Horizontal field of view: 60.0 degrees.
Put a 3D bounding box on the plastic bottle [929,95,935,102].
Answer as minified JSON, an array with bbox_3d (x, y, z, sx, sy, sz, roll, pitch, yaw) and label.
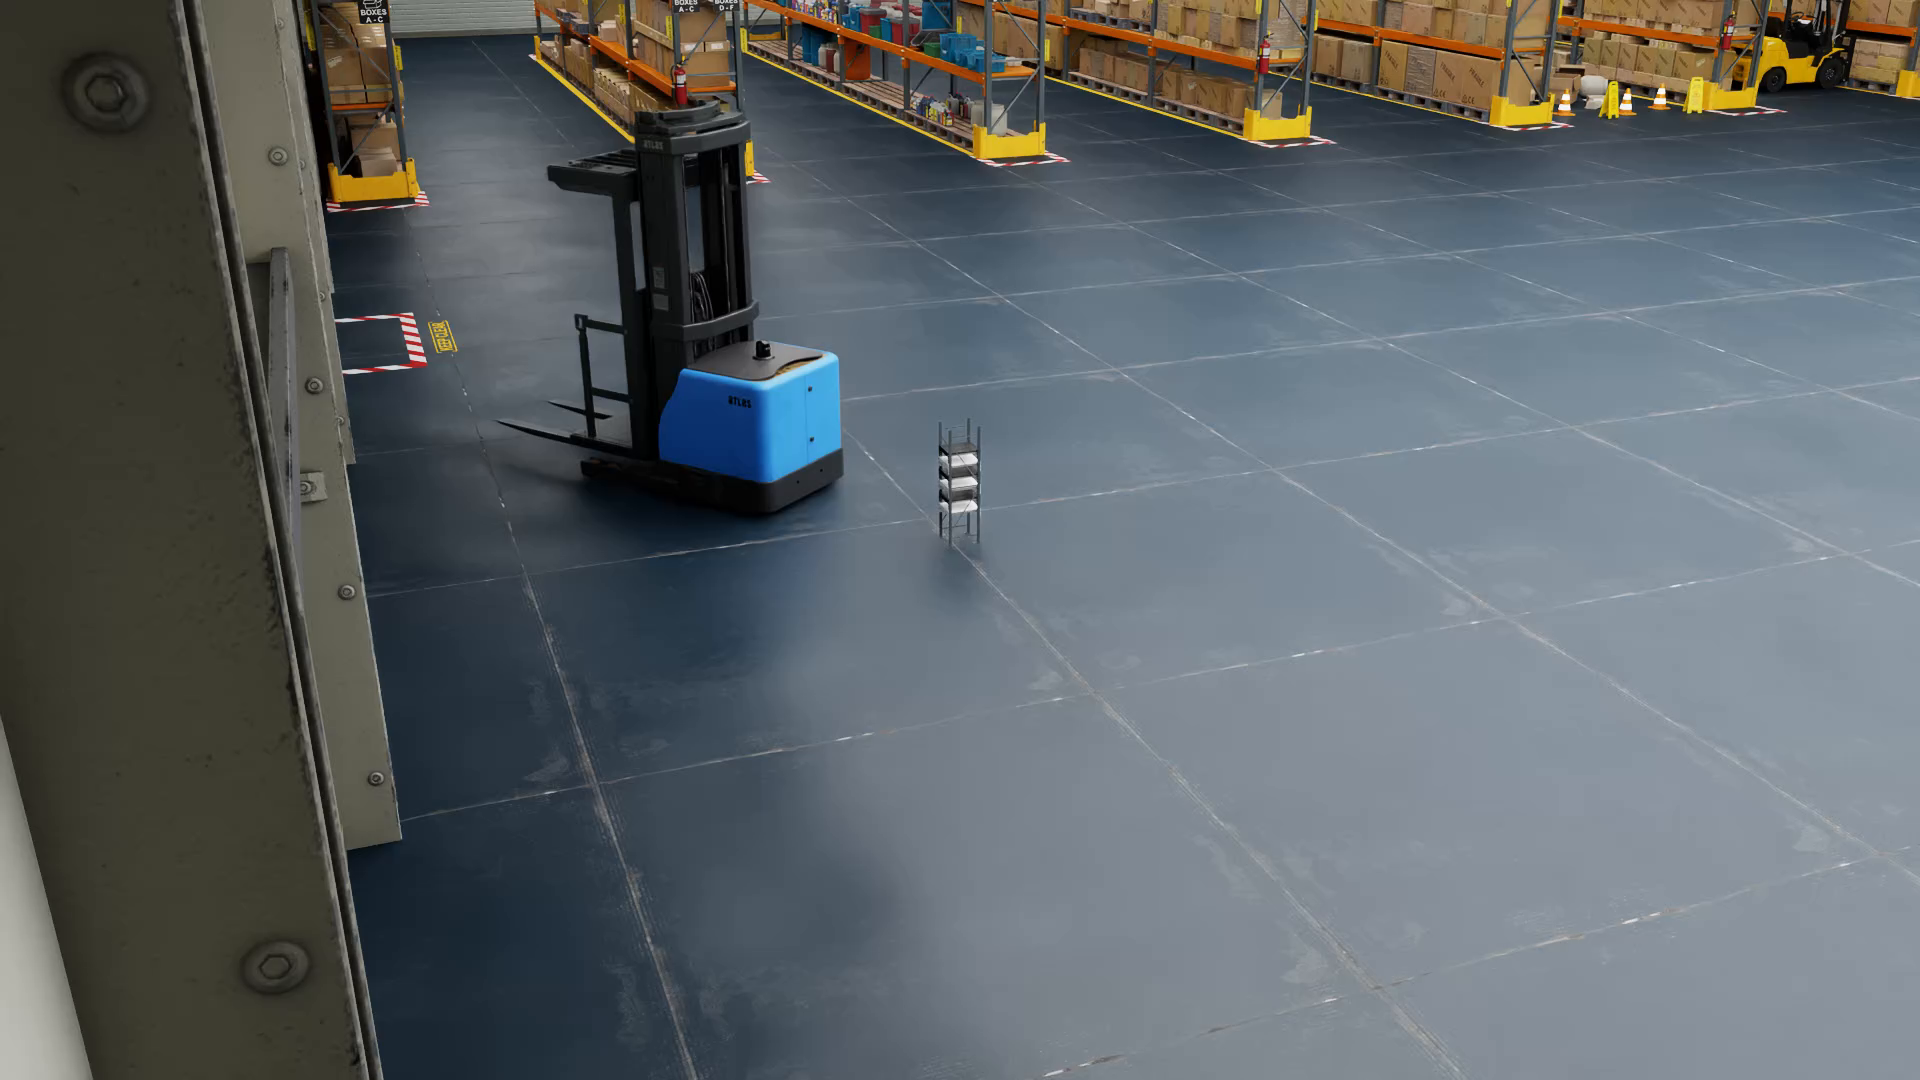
[{"bbox_3d":[-0.509,-7.755,29.632,0.144,0.351,0.185,-8,24,-19],"label":"plastic bottle"}]

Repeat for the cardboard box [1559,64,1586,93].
[{"bbox_3d":[12.469,-9.416,33.944,0.500,0.500,0.500,8,24,18],"label":"cardboard box"}]

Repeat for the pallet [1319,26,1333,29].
[{"bbox_3d":[9.908,-13.496,43.999,1.003,0.211,1.213,-8,24,-19],"label":"pallet"}]

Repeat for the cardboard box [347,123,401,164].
[{"bbox_3d":[-8.970,-6.086,25.480,0.700,0.500,0.500,-10,25,-22],"label":"cardboard box"}]

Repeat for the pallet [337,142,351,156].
[{"bbox_3d":[-9.539,-6.220,26.737,1.003,0.211,1.213,-8,24,-19],"label":"pallet"}]

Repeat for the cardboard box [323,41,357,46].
[{"bbox_3d":[-8.930,-6.903,23.968,0.500,0.500,0.500,-8,24,-18],"label":"cardboard box"}]

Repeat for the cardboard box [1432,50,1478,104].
[{"bbox_3d":[9.568,-8.745,31.331,0.875,0.875,0.875,-9,24,-20],"label":"cardboard box"}]

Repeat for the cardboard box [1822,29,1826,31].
[{"bbox_3d":[18.554,-10.878,35.910,0.500,0.250,0.500,-9,24,-20],"label":"cardboard box"}]

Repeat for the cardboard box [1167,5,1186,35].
[{"bbox_3d":[4.338,-9.608,30.672,0.875,0.500,0.500,-8,24,-19],"label":"cardboard box"}]

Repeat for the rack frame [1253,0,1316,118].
[{"bbox_3d":[5.506,-8.330,28.151,1.000,3.000,0.127,-8,24,-19],"label":"rack frame"}]

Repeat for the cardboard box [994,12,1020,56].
[{"bbox_3d":[1.511,-11.675,38.282,1.225,0.875,0.875,-8,24,-19],"label":"cardboard box"}]

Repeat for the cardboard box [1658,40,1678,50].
[{"bbox_3d":[13.972,-9.732,32.676,0.380,0.149,0.250,-8,24,-18],"label":"cardboard box"}]

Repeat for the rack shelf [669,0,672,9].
[{"bbox_3d":[-4.470,-8.750,26.211,1.077,0.370,4.000,-8,24,-19],"label":"rack shelf"}]

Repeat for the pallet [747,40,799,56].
[{"bbox_3d":[-4.525,-11.874,40.150,1.003,0.211,1.213,-8,24,-19],"label":"pallet"}]

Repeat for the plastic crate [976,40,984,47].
[{"bbox_3d":[0.104,-8.670,29.151,0.499,0.251,0.616,-8,24,-19],"label":"plastic crate"}]

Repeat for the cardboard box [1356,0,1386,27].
[{"bbox_3d":[8.334,-10.626,33.471,0.500,0.500,0.500,-8,24,-19],"label":"cardboard box"}]

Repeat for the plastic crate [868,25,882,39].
[{"bbox_3d":[-1.420,-9.600,31.438,0.450,0.188,0.662,-8,24,-19],"label":"plastic crate"}]

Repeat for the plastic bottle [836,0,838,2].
[{"bbox_3d":[-2.618,-11.539,35.924,0.152,0.276,0.135,-8,24,-19],"label":"plastic bottle"}]

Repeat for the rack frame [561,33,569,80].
[{"bbox_3d":[-8.002,-11.332,35.275,1.000,3.000,0.127,-8,24,-19],"label":"rack frame"}]

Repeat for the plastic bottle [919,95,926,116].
[{"bbox_3d":[-0.644,-7.736,29.586,0.144,0.351,0.185,-8,24,-18],"label":"plastic bottle"}]

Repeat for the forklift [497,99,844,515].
[{"bbox_3d":[-2.454,-1.955,13.114,3.031,2.935,1.130,13,26,29],"label":"forklift"}]

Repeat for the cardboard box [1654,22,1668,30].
[{"bbox_3d":[13.927,-10.136,32.759,0.380,0.149,0.250,-9,24,-20],"label":"cardboard box"}]

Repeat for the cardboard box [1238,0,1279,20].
[{"bbox_3d":[5.080,-9.140,28.274,0.500,0.500,0.500,-8,24,-19],"label":"cardboard box"}]

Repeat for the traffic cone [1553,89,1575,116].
[{"bbox_3d":[11.323,-8.193,31.092,0.336,0.463,0.334,-8,24,-19],"label":"traffic cone"}]

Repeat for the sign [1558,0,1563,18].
[{"bbox_3d":[10.703,-9.483,29.671,0.100,0.325,0.005,-8,24,-19],"label":"sign"}]

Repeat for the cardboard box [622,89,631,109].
[{"bbox_3d":[-5.587,-7.718,28.978,0.500,0.311,0.500,-8,24,-19],"label":"cardboard box"}]

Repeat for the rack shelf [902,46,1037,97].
[{"bbox_3d":[0.166,-8.046,28.403,1.077,0.370,4.000,-8,24,-19],"label":"rack shelf"}]

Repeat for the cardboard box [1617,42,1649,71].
[{"bbox_3d":[13.701,-9.782,33.631,0.500,0.500,0.500,-7,24,-16],"label":"cardboard box"}]

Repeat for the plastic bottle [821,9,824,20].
[{"bbox_3d":[-2.842,-10.930,34.576,0.097,0.201,0.097,0,23,0],"label":"plastic bottle"}]

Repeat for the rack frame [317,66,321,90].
[{"bbox_3d":[-12.635,-10.651,33.659,1.000,3.000,0.127,-8,24,-19],"label":"rack frame"}]

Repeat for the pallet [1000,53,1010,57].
[{"bbox_3d":[1.610,-11.135,38.397,1.003,0.211,1.213,-8,24,-19],"label":"pallet"}]

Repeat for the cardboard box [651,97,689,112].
[{"bbox_3d":[-4.598,-6.759,26.459,0.500,0.500,0.500,-8,24,-19],"label":"cardboard box"}]

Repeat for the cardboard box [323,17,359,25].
[{"bbox_3d":[-10.148,-8.387,27.592,0.700,0.500,0.500,-6,24,-14],"label":"cardboard box"}]

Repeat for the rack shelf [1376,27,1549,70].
[{"bbox_3d":[9.475,-9.369,31.543,1.077,0.370,4.000,-8,24,-19],"label":"rack shelf"}]

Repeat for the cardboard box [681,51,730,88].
[{"bbox_3d":[-3.916,-7.190,25.317,0.700,0.500,0.500,-8,24,-19],"label":"cardboard box"}]

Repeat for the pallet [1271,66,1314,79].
[{"bbox_3d":[7.564,-10.299,36.413,1.003,0.211,1.213,-8,24,-19],"label":"pallet"}]

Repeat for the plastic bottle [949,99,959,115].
[{"bbox_3d":[-0.106,-7.758,29.734,0.152,0.276,0.135,-8,24,-19],"label":"plastic bottle"}]

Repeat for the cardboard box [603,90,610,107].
[{"bbox_3d":[-6.311,-8.204,30.853,0.500,0.250,0.500,-9,24,-20],"label":"cardboard box"}]

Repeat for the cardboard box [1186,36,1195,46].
[{"bbox_3d":[4.352,-9.097,30.296,0.380,0.149,0.250,-8,24,-19],"label":"cardboard box"}]

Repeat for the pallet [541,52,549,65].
[{"bbox_3d":[-9.106,-11.183,38.512,1.003,0.211,1.213,-8,24,-19],"label":"pallet"}]

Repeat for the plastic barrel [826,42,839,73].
[{"bbox_3d":[-2.542,-10.225,35.212,0.600,0.588,0.708,-8,24,-19],"label":"plastic barrel"}]

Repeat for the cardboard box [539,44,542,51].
[{"bbox_3d":[-9.589,-11.475,38.719,0.380,0.149,0.250,-8,24,-19],"label":"cardboard box"}]

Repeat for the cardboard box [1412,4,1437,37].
[{"bbox_3d":[9.206,-9.955,31.813,0.875,0.550,0.550,-8,24,-19],"label":"cardboard box"}]

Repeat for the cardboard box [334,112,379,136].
[{"bbox_3d":[-10.085,-7.061,27.792,0.700,0.500,0.500,-7,24,-17],"label":"cardboard box"}]

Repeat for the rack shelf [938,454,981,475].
[{"bbox_3d":[-0.003,-0.553,12.025,0.258,0.077,0.200,-8,24,-19],"label":"rack shelf"}]

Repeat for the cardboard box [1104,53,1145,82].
[{"bbox_3d":[3.350,-9.642,33.917,0.700,0.500,0.500,-6,24,-15],"label":"cardboard box"}]

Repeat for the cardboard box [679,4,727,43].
[{"bbox_3d":[-3.935,-7.807,25.111,0.700,0.500,0.500,-8,24,-19],"label":"cardboard box"}]

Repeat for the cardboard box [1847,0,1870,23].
[{"bbox_3d":[18.644,-10.937,34.208,0.500,0.500,0.500,-9,24,-20],"label":"cardboard box"}]

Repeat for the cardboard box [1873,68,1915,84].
[{"bbox_3d":[18.958,-9.426,33.751,0.500,0.250,0.500,-8,24,-19],"label":"cardboard box"}]

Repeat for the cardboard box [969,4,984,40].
[{"bbox_3d":[0.790,-12.482,40.198,0.875,0.875,0.875,-8,24,-19],"label":"cardboard box"}]

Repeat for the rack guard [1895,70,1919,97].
[{"bbox_3d":[19.428,-9.211,33.461,1.175,0.500,0.348,-8,24,-19],"label":"rack guard"}]

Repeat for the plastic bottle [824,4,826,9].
[{"bbox_3d":[-2.830,-11.094,34.860,0.061,0.283,0.133,-8,24,-19],"label":"plastic bottle"}]

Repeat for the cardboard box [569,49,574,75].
[{"bbox_3d":[-7.860,-9.982,34.722,0.500,0.500,0.500,-8,24,-18],"label":"cardboard box"}]

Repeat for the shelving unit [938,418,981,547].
[{"bbox_3d":[-0.003,-0.418,12.082,0.258,0.900,0.210,-8,24,-19],"label":"shelving unit"}]

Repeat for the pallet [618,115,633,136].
[{"bbox_3d":[-5.473,-7.403,29.542,1.003,0.211,1.213,-8,24,-19],"label":"pallet"}]

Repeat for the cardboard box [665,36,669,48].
[{"bbox_3d":[-4.347,-7.709,25.715,0.380,0.149,0.250,-8,24,-18],"label":"cardboard box"}]

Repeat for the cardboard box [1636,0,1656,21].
[{"bbox_3d":[13.820,-10.584,32.987,0.500,0.500,0.500,-8,24,-18],"label":"cardboard box"}]
